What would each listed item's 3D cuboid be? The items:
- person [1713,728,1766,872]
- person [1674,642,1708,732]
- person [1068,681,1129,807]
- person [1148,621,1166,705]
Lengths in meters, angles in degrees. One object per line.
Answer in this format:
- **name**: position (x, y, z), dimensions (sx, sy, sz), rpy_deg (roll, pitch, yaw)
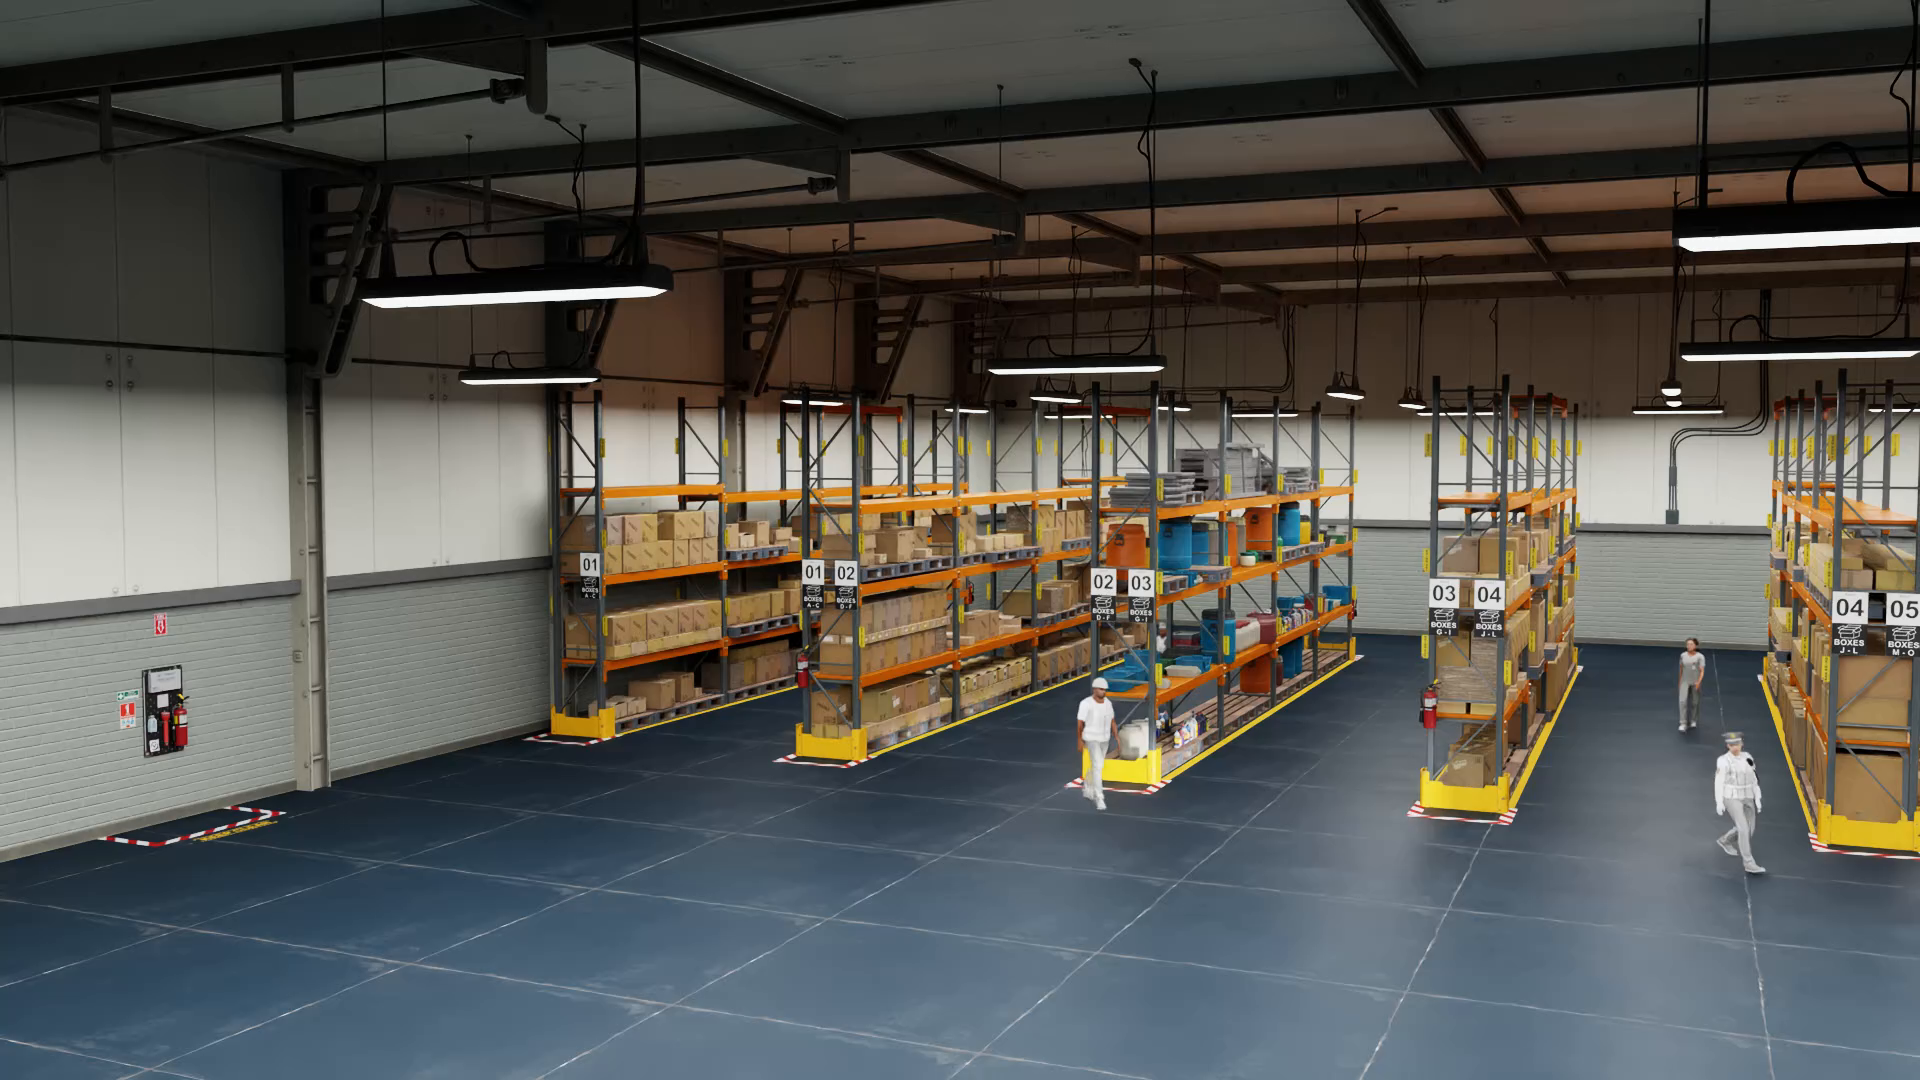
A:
- **person**: position (9.287, 3.077, 19.766), dimensions (0.595, 1.669, 0.464), rpy_deg (1, 3, 18)
- **person**: position (12.924, 2.599, 29.424), dimensions (0.981, 1.568, 0.408), rpy_deg (-3, 4, -44)
- **person**: position (1.955, 2.846, 23.400), dimensions (0.985, 1.723, 0.633), rpy_deg (1, 3, 17)
- **person**: position (3.778, 2.390, 31.806), dimensions (0.452, 1.673, 0.573), rpy_deg (1, 3, 24)
